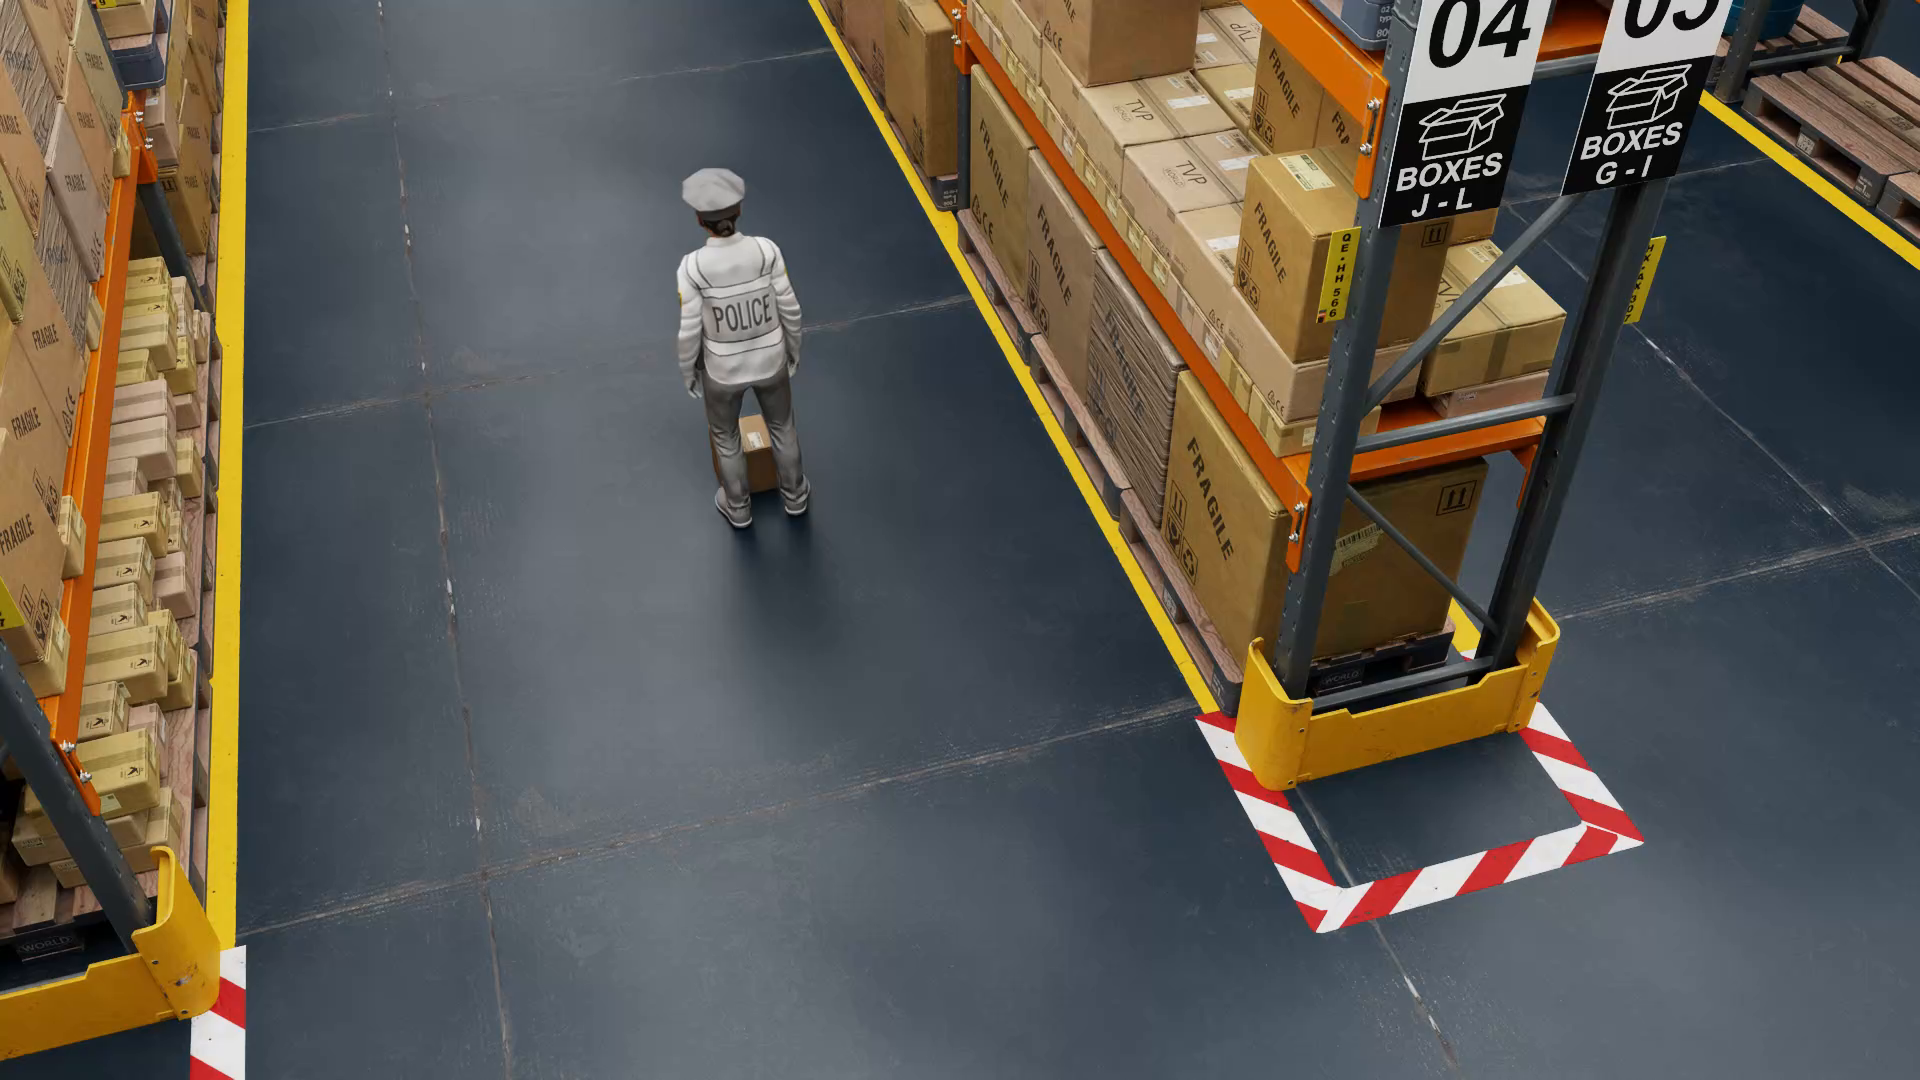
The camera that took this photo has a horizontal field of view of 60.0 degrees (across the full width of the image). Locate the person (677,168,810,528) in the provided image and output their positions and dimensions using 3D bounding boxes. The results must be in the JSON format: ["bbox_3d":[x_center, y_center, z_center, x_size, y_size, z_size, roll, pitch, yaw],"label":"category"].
[{"bbox_3d":[-0.915,-0.748,6.975,0.534,1.662,0.374,-14,44,-15],"label":"person"}]
